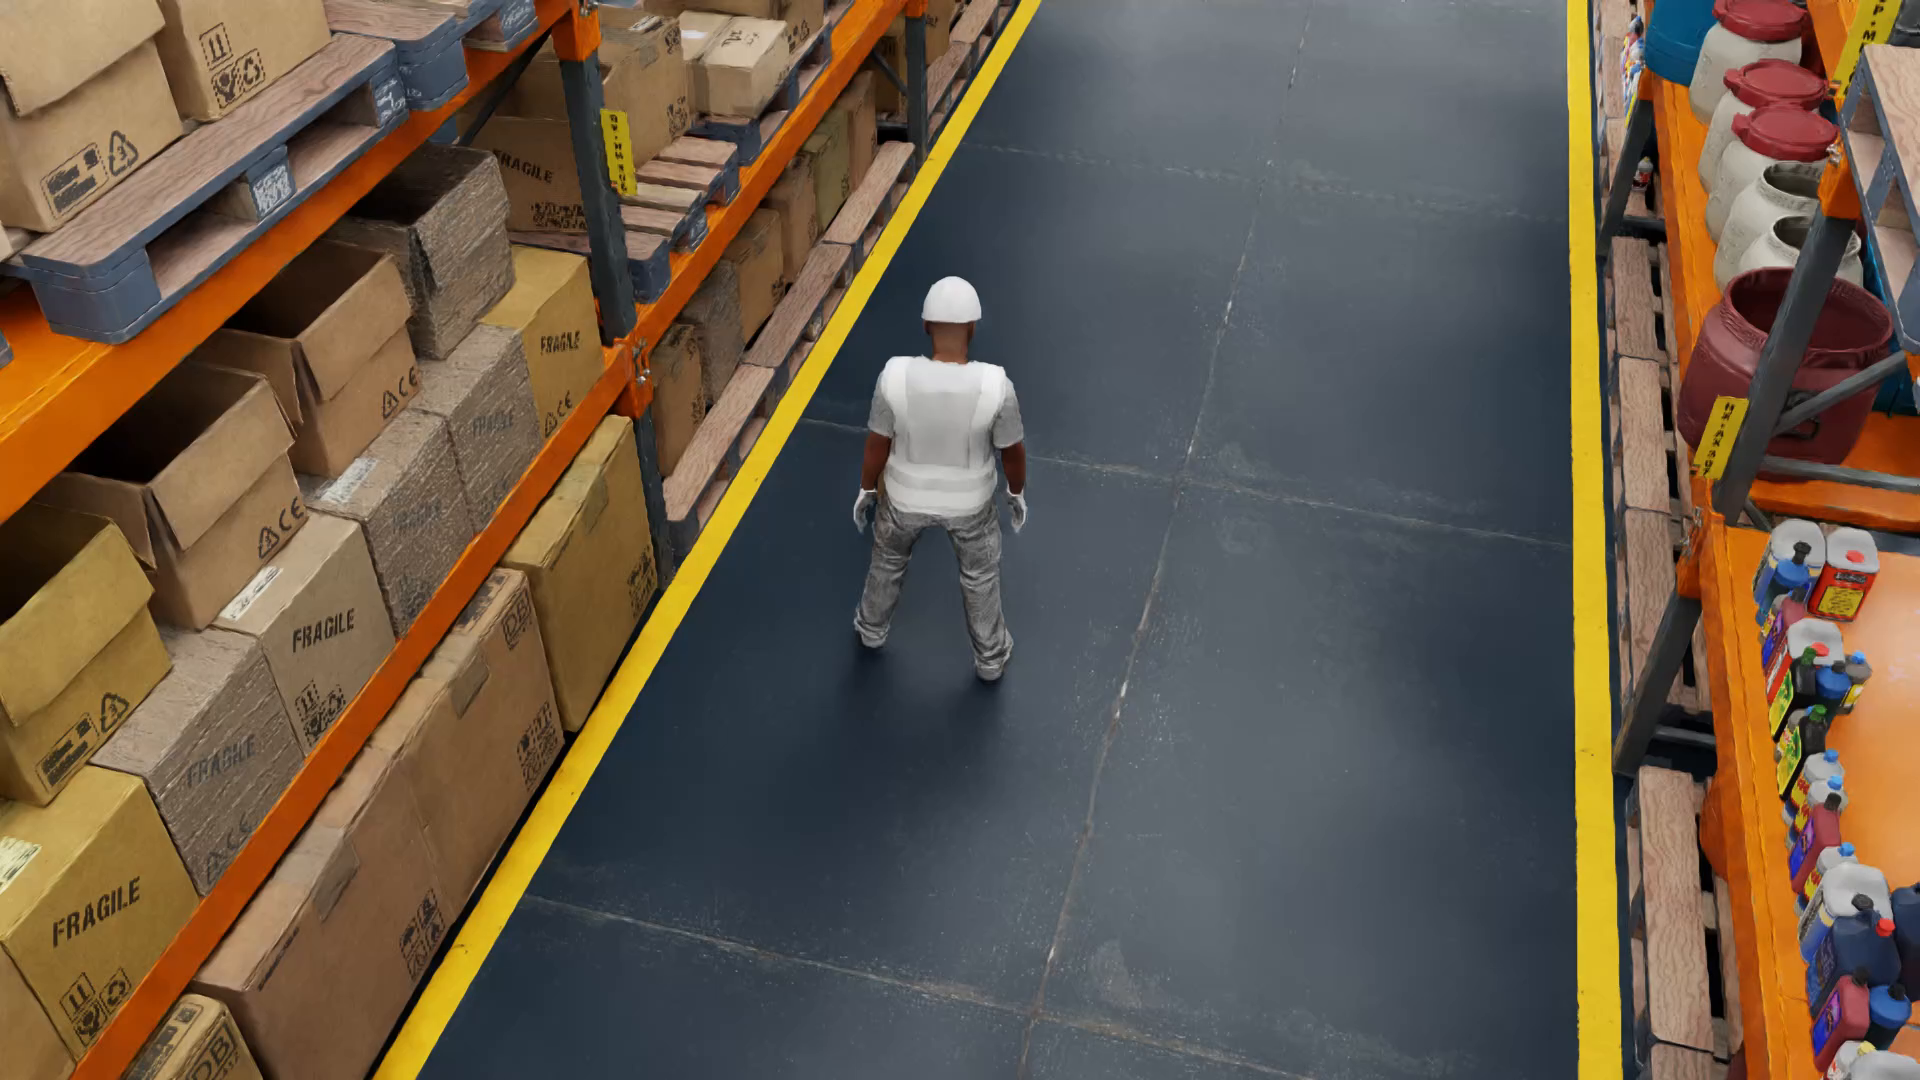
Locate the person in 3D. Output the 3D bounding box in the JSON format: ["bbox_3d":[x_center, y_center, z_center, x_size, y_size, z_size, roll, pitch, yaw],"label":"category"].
[{"bbox_3d":[-0.099,-0.230,6.382,0.724,1.772,0.471,3,41,3],"label":"person"}]
